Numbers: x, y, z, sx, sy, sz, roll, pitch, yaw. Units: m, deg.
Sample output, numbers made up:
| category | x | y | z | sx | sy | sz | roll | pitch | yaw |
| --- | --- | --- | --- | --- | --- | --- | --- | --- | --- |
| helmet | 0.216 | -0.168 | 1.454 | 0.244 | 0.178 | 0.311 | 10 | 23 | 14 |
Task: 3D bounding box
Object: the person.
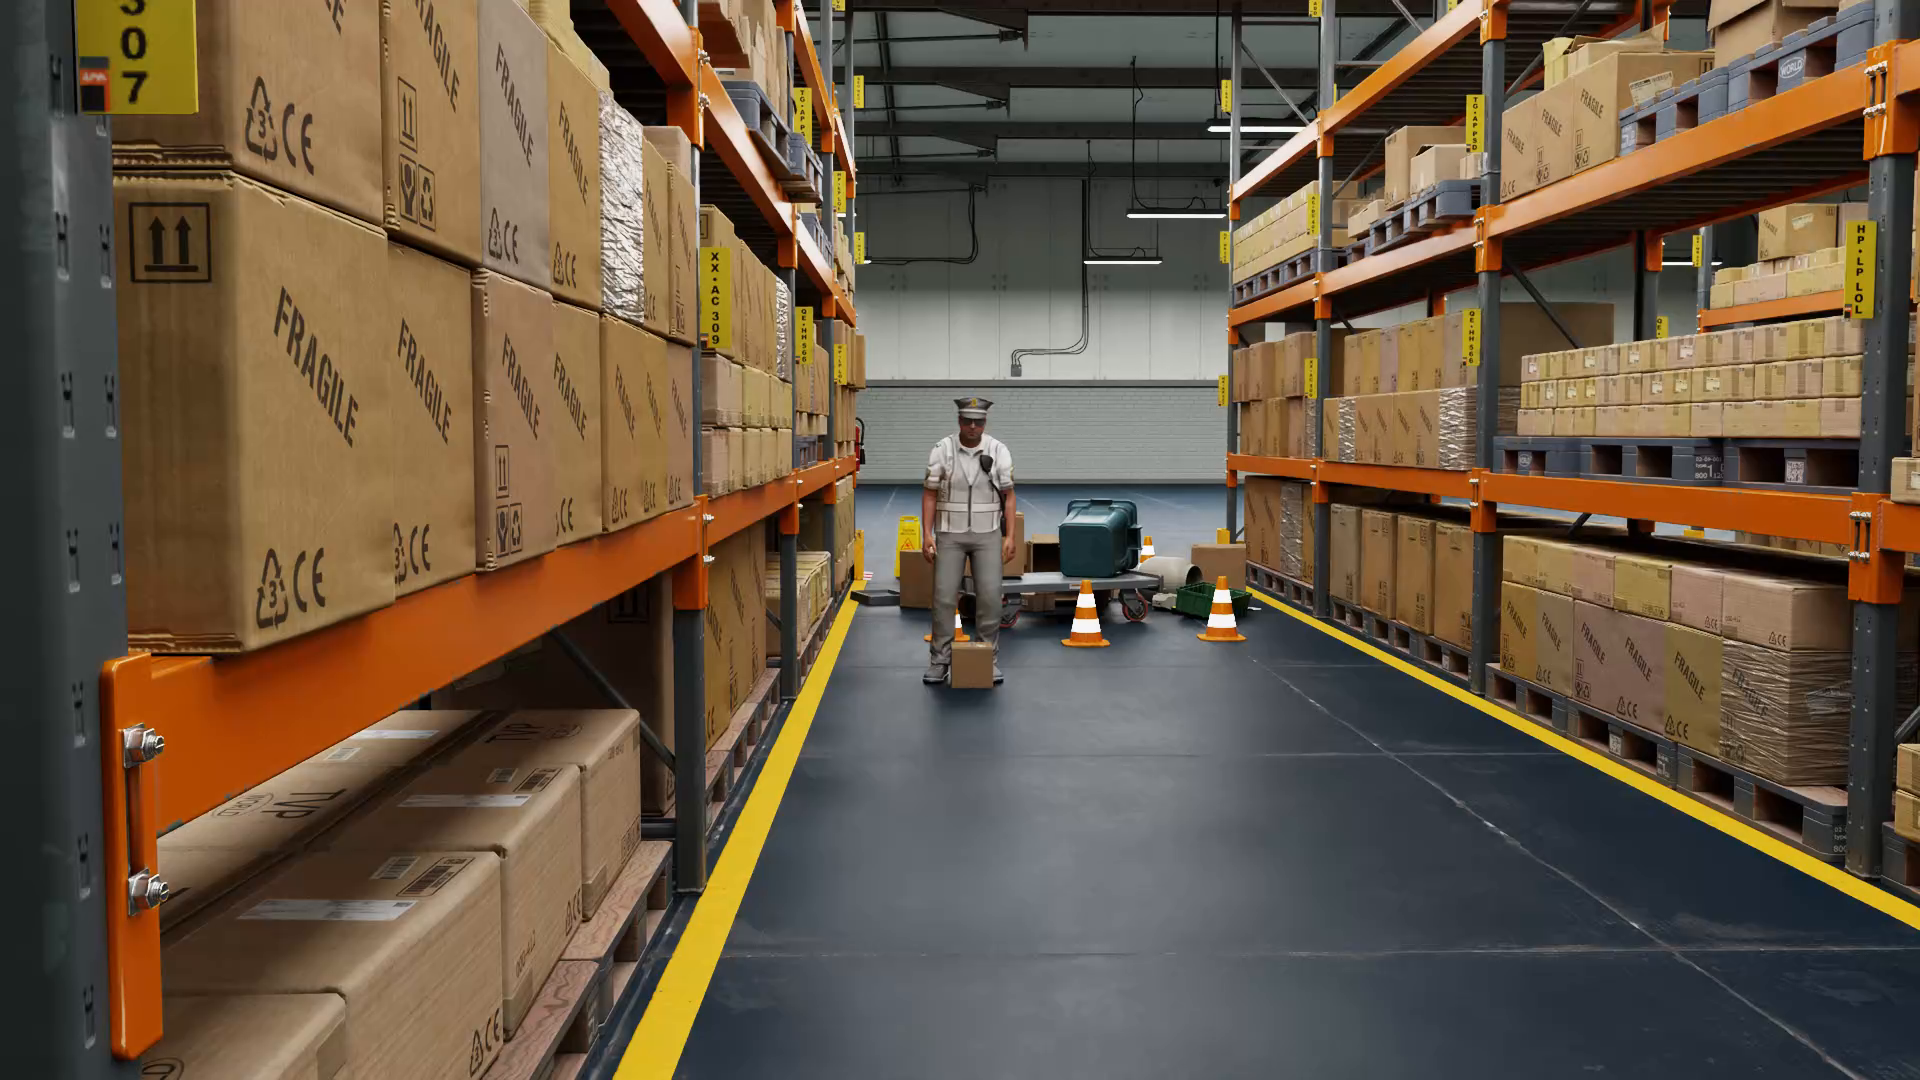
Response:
| category | x | y | z | sx | sy | sz | roll | pitch | yaw |
| --- | --- | --- | --- | --- | --- | --- | --- | --- | --- |
| person | 0.056 | -0.008 | 10.293 | 0.585 | 1.748 | 0.433 | 0 | 4 | -1 |
